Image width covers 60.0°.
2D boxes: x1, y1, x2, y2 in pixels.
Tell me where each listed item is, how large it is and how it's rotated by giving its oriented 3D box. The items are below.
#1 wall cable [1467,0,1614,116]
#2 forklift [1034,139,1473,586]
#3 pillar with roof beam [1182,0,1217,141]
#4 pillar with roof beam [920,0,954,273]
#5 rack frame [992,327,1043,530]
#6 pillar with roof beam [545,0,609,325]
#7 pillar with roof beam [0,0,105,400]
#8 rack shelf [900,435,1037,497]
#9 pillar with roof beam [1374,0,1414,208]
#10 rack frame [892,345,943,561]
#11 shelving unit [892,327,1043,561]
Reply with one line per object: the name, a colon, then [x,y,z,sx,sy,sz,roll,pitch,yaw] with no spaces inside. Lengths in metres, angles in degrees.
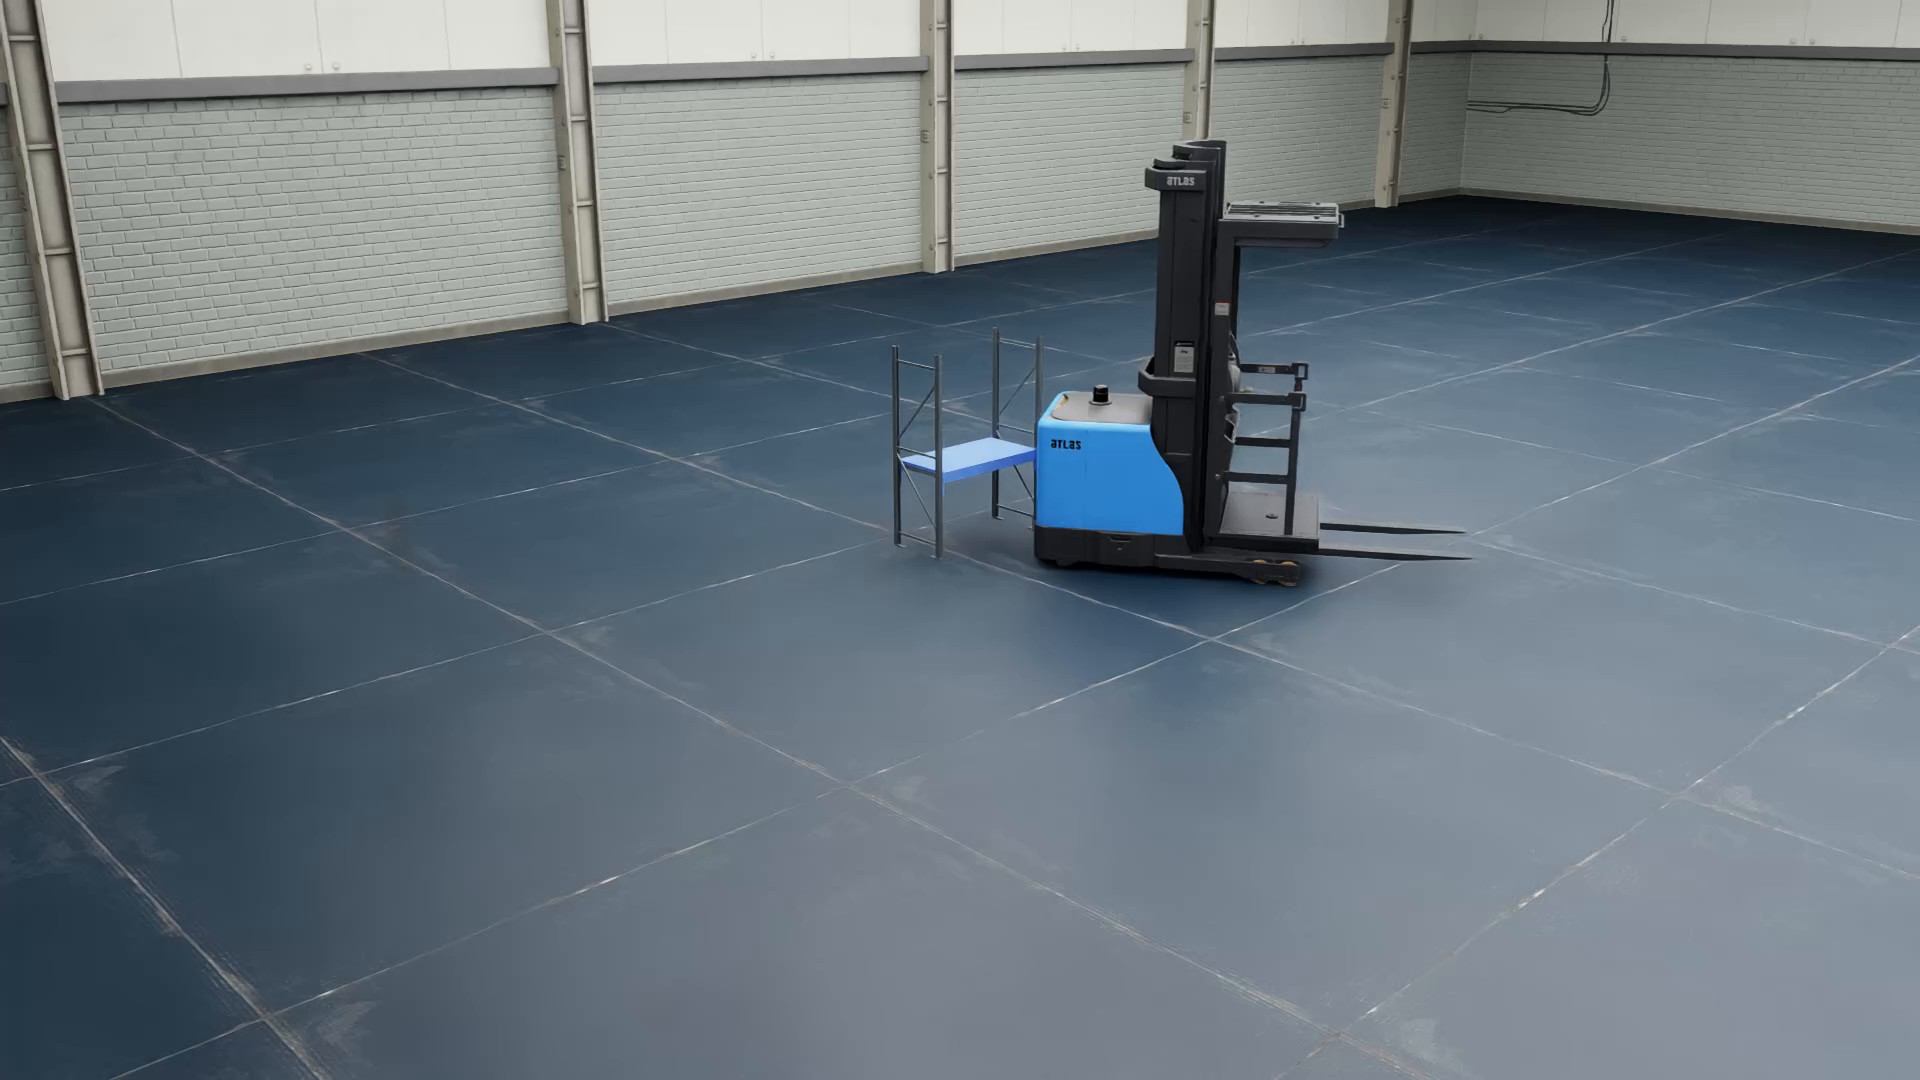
wall cable: [11.438,-9.710,32.877,0.112,2.526,3.097,-16,24,-41]
forklift: [2.100,-1.256,11.606,3.031,2.935,1.130,4,18,11]
pillar with roof beam: [6.987,-8.623,24.489,0.400,9.000,9.100,-16,24,-41]
pillar with roof beam: [2.627,-7.351,20.568,0.400,9.000,9.100,-16,24,-41]
rack frame: [0.431,-0.839,12.641,0.032,1.500,0.500,-16,24,-41]
pillar with roof beam: [-1.732,-6.080,16.647,0.400,9.000,9.100,-16,24,-41]
pillar with roof beam: [-6.092,-4.809,12.725,0.400,9.000,9.100,-16,24,-41]
rack shelf: [0.062,-0.560,12.365,1.000,0.185,0.538,-16,24,-41]
pillar with roof beam: [11.347,-9.894,28.411,0.400,9.000,9.100,-16,24,-41]
rack frame: [-0.307,-0.624,11.977,0.032,1.500,0.500,-16,24,-41]
shelving unit: [0.062,-0.732,12.309,1.048,1.500,0.538,-16,24,-41]
